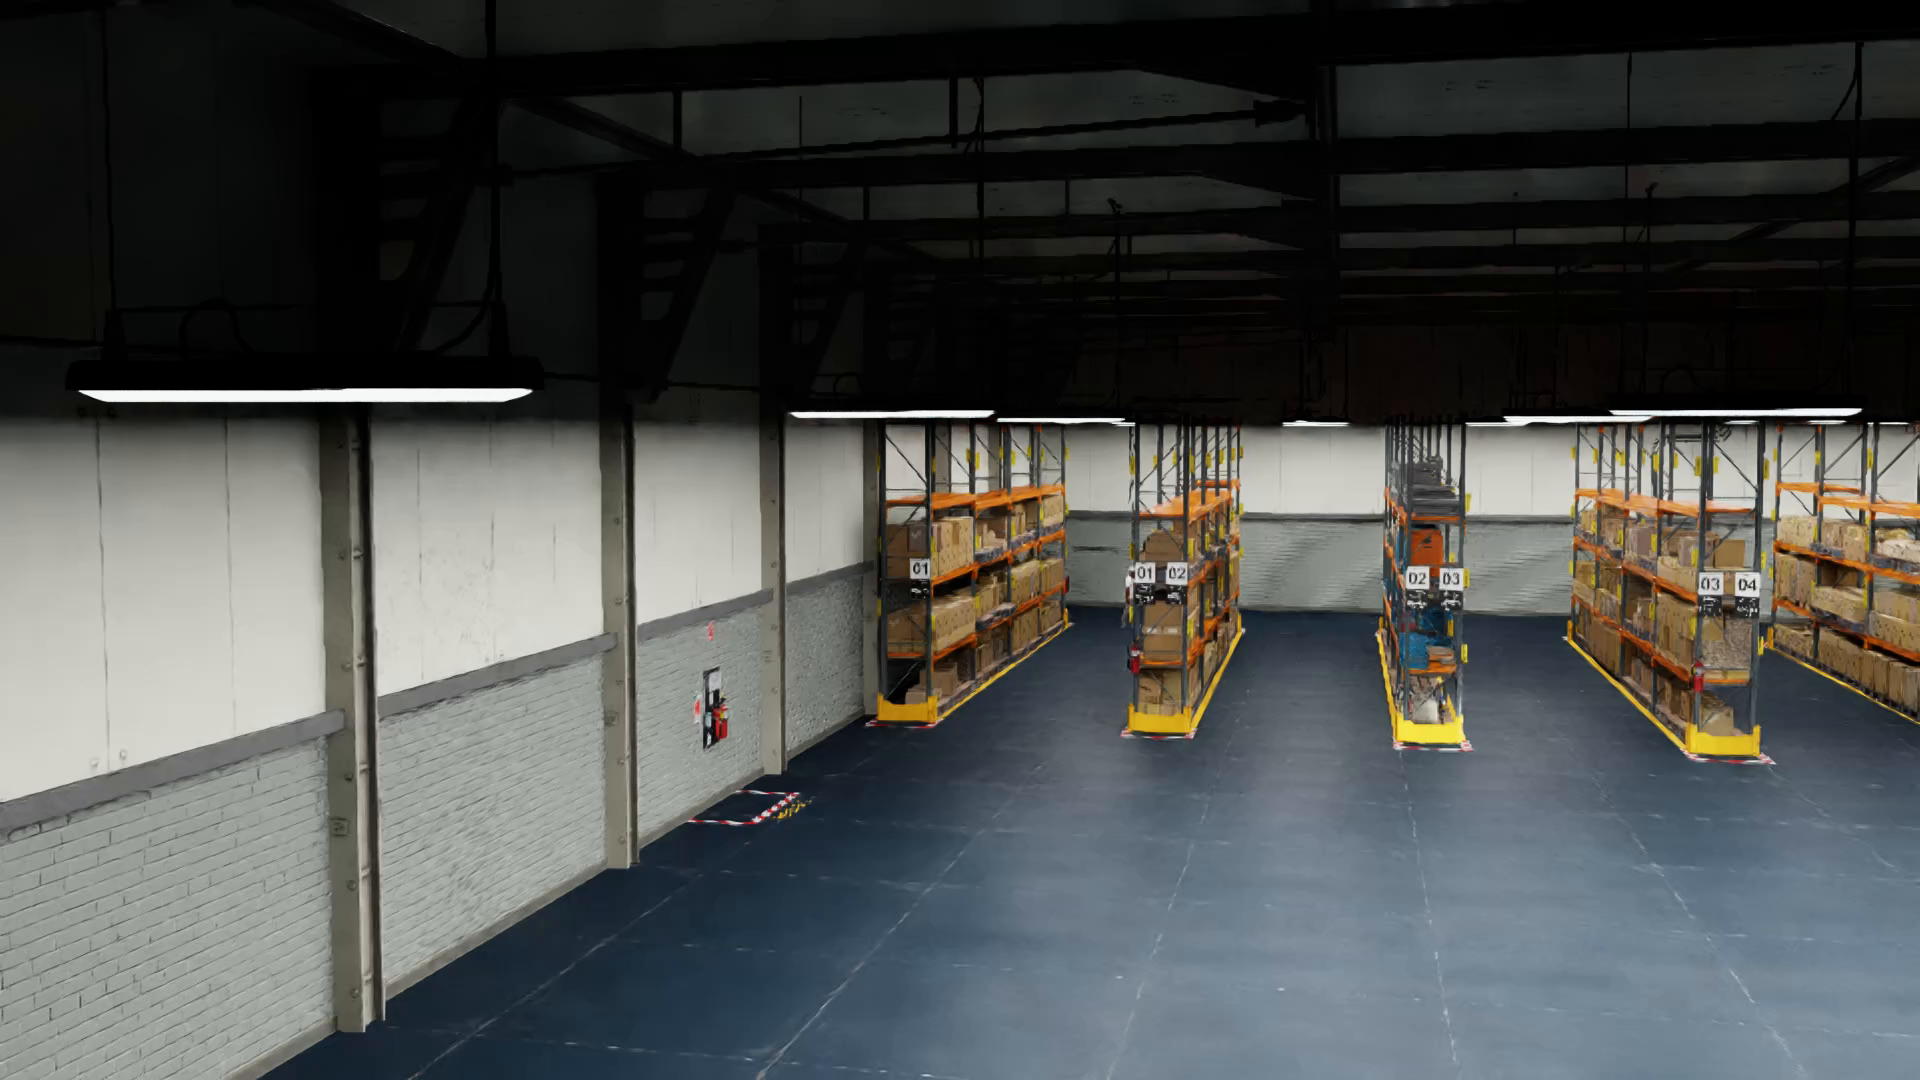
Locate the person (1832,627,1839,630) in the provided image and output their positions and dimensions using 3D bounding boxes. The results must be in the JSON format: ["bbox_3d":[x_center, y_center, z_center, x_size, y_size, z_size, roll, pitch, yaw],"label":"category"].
[{"bbox_3d":[23.266,1.912,43.990,0.602,1.656,0.590,0,4,0],"label":"person"}]

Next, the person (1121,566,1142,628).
[{"bbox_3d":[4.890,1.625,47.535,0.510,1.770,0.670,2,4,24],"label":"person"}]
